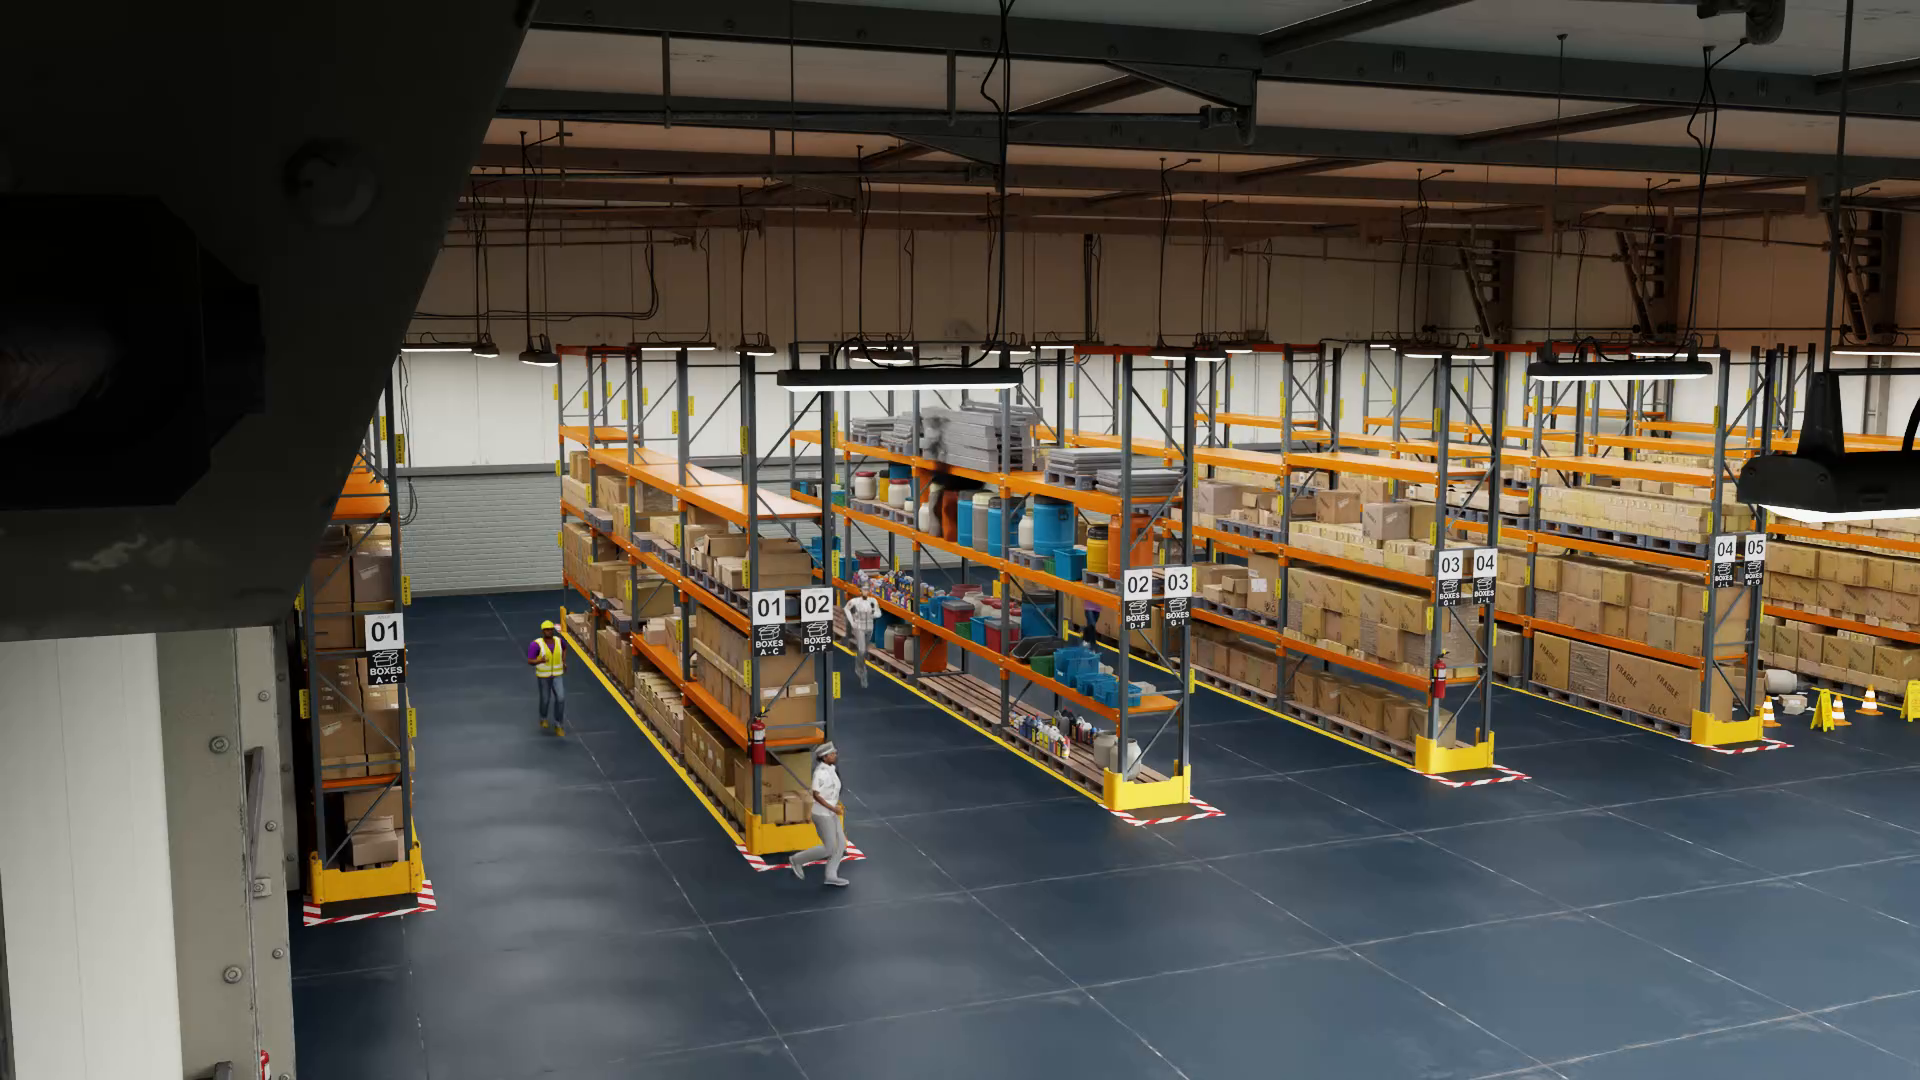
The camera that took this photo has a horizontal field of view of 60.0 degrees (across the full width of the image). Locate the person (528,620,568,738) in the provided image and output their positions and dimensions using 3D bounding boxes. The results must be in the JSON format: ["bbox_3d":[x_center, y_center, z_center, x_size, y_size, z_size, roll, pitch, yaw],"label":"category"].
[{"bbox_3d":[-6.410,2.158,25.971,0.677,1.822,0.738,-4,8,-28],"label":"person"}]

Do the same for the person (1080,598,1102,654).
[{"bbox_3d":[2.465,1.356,31.223,0.462,1.672,0.765,-3,8,-21],"label":"person"}]

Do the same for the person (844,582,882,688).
[{"bbox_3d":[-1.661,1.600,28.729,0.588,1.803,0.763,-3,8,-25],"label":"person"}]

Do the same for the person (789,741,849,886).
[{"bbox_3d":[-1.596,3.110,19.010,0.674,1.649,0.581,1,7,6],"label":"person"}]
